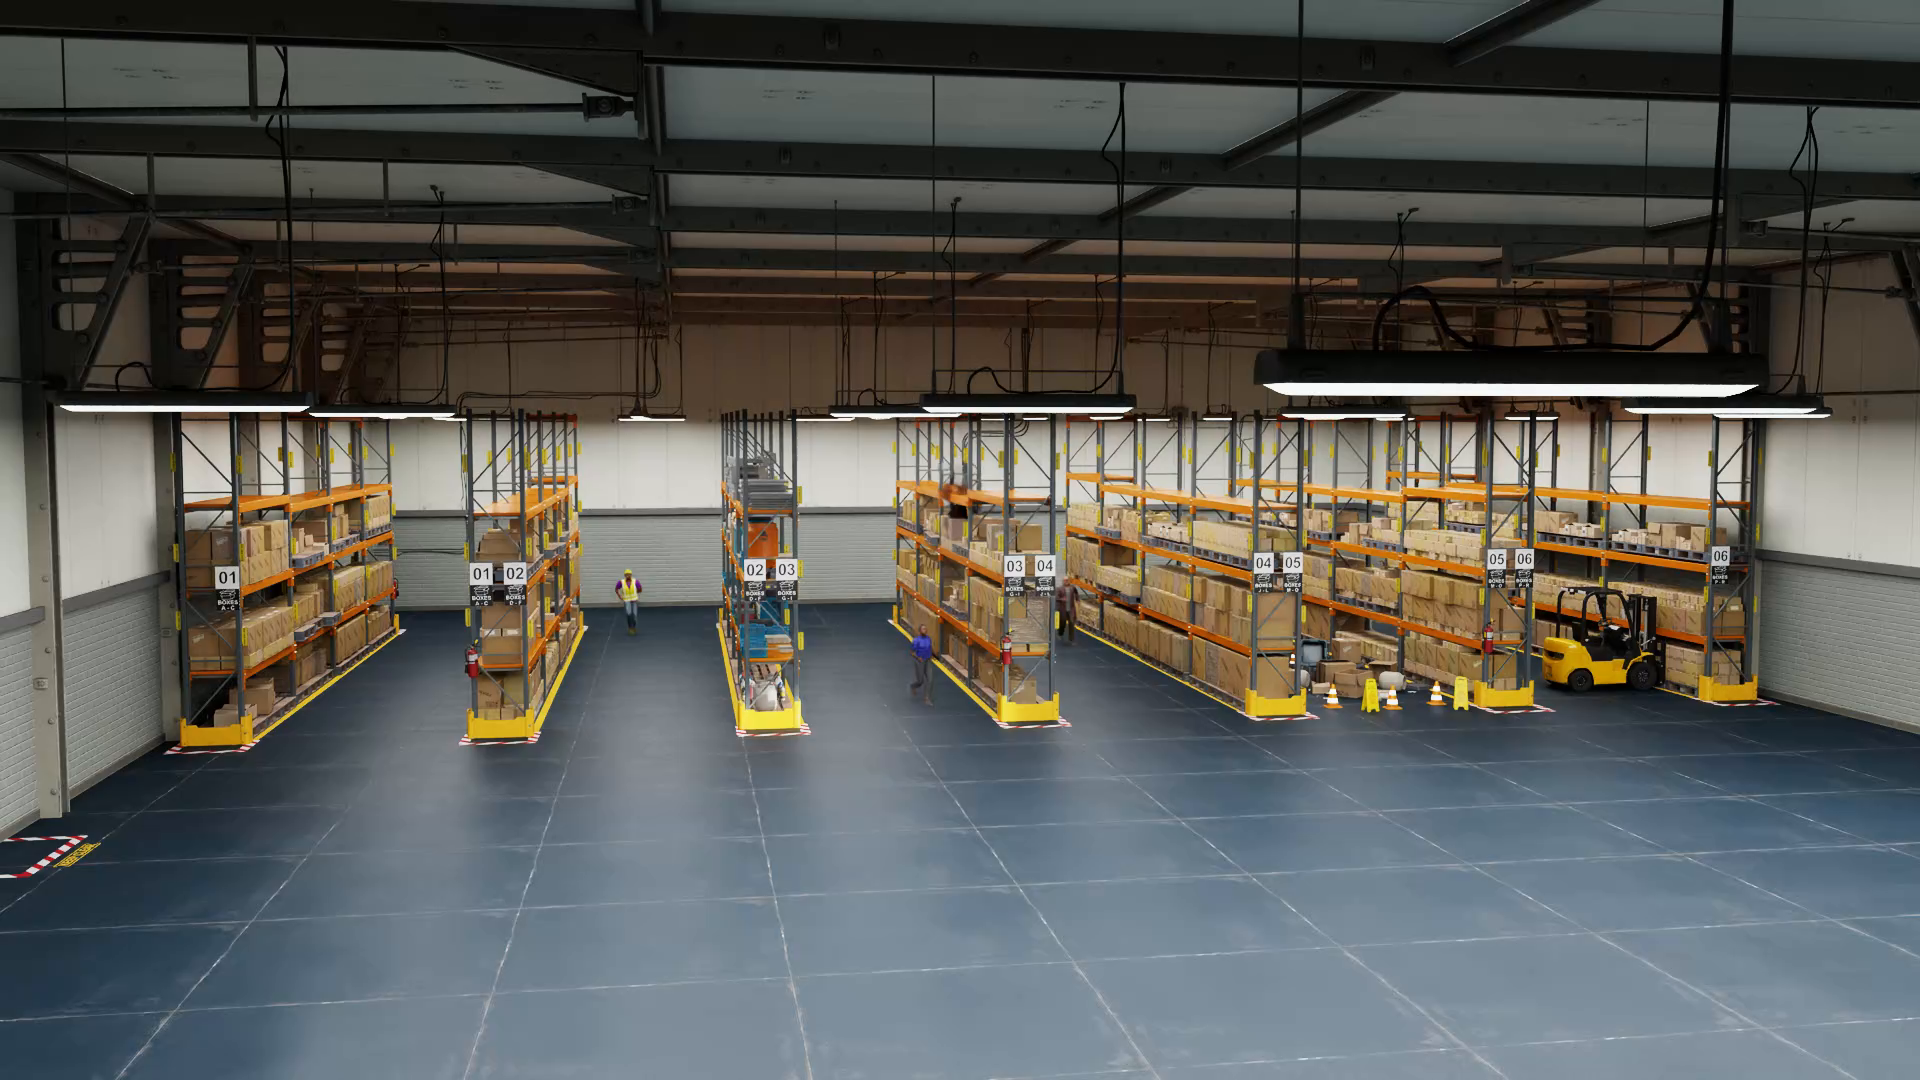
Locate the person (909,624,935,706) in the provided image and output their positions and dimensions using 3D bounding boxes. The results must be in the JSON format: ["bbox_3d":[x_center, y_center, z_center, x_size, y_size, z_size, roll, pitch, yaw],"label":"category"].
[{"bbox_3d":[-0.762,2.540,34.074,0.578,1.641,0.782,-2,5,-29],"label":"person"}]

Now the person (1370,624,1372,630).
[{"bbox_3d":[10.990,1.678,44.982,0.663,1.766,0.990,-1,4,-11],"label":"person"}]

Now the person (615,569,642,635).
[{"bbox_3d":[-9.006,1.706,45.330,0.699,1.821,0.729,-2,4,-21],"label":"person"}]

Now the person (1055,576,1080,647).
[{"bbox_3d":[2.775,1.819,42.986,0.730,1.764,1.109,0,4,-7],"label":"person"}]
